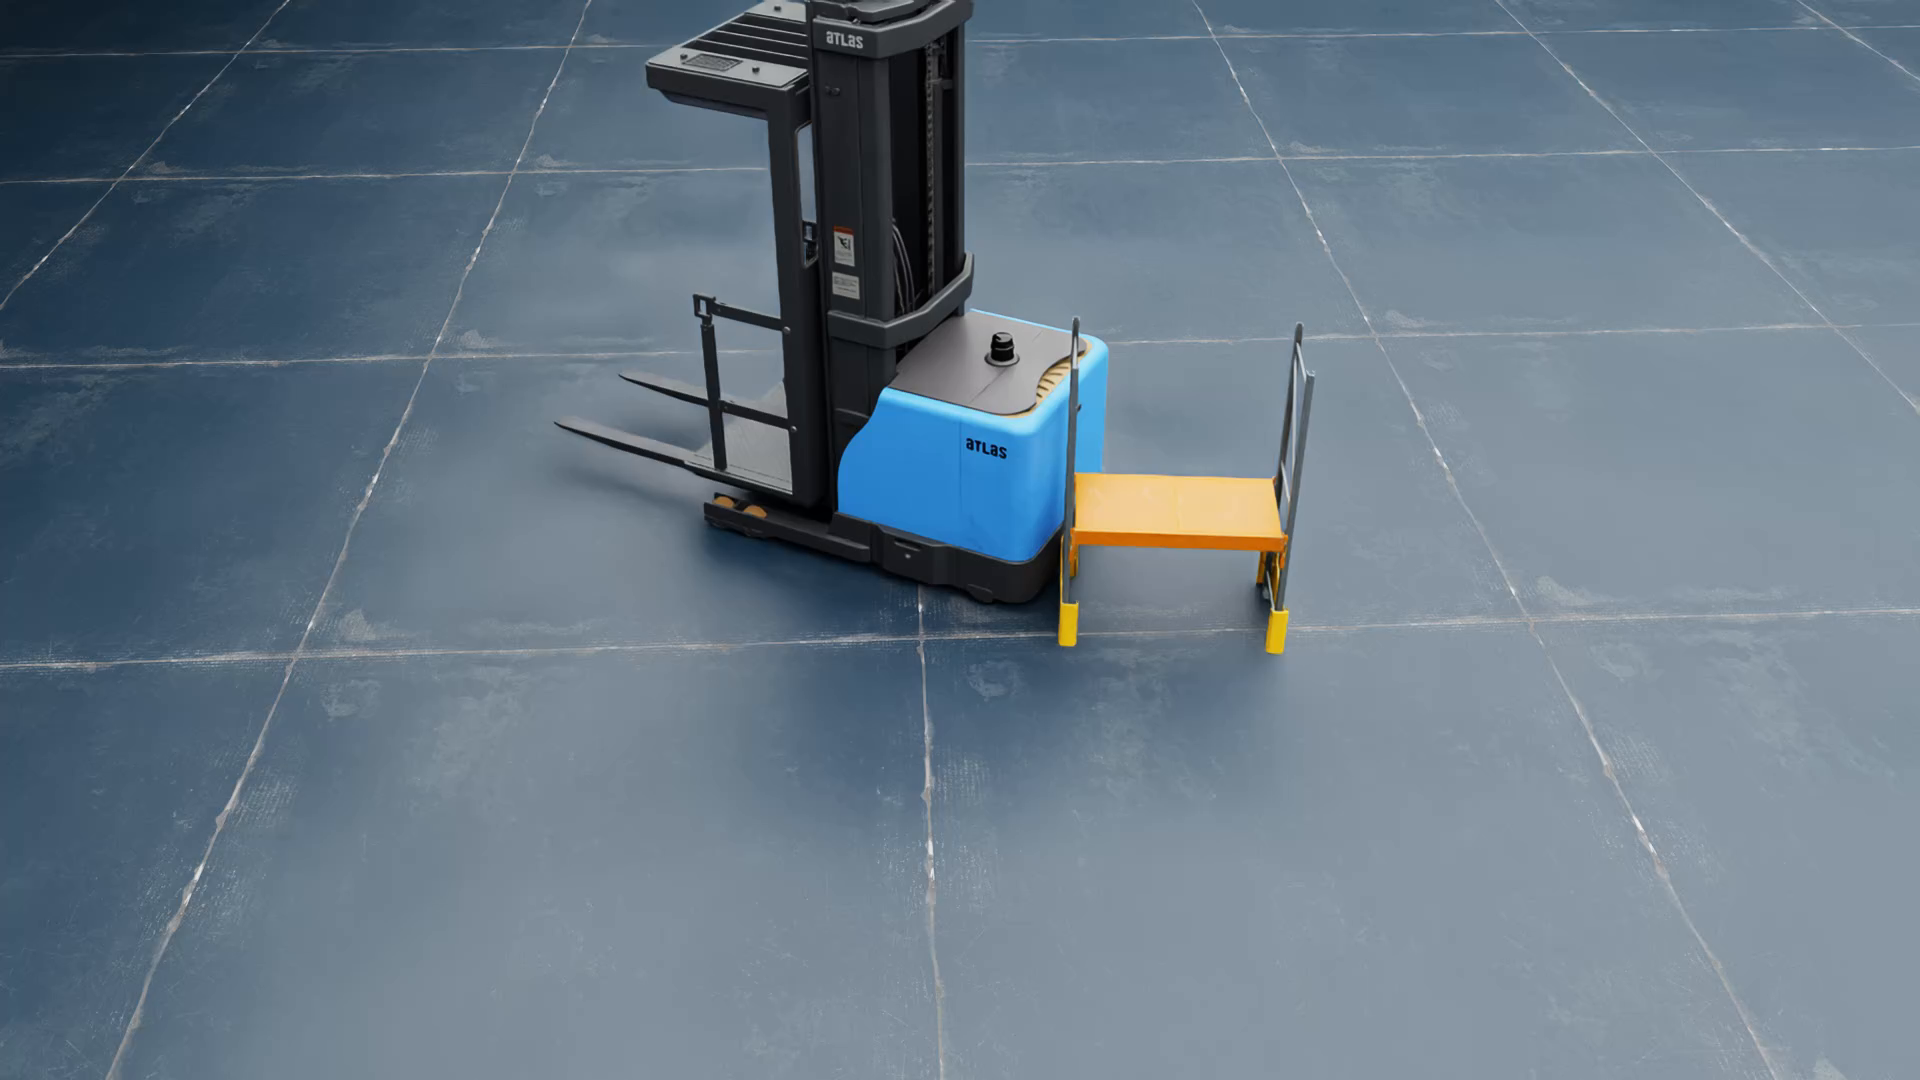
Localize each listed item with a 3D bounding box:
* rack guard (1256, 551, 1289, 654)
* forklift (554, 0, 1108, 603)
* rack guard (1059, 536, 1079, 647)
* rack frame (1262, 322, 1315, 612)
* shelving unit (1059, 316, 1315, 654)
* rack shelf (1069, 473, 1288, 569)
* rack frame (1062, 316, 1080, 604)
[{"bbox_3d":[1.532,0.279,8.164,0.087,0.250,0.587,2,35,3],"label":"rack guard"},{"bbox_3d":[-0.790,-1.468,8.332,3.031,2.935,1.130,16,38,22],"label":"forklift"},{"bbox_3d":[0.537,0.245,8.213,0.087,0.250,0.587,2,35,3],"label":"rack guard"},{"bbox_3d":[1.533,-0.235,7.808,0.032,1.500,0.500,2,35,3],"label":"rack frame"},{"bbox_3d":[1.034,-0.252,7.832,1.083,1.500,0.587,2,35,3],"label":"shelving unit"},{"bbox_3d":[1.025,-0.104,7.935,1.000,0.185,0.538,2,35,3],"label":"rack shelf"},{"bbox_3d":[0.518,-0.270,7.858,0.032,1.500,0.500,2,35,3],"label":"rack frame"}]
